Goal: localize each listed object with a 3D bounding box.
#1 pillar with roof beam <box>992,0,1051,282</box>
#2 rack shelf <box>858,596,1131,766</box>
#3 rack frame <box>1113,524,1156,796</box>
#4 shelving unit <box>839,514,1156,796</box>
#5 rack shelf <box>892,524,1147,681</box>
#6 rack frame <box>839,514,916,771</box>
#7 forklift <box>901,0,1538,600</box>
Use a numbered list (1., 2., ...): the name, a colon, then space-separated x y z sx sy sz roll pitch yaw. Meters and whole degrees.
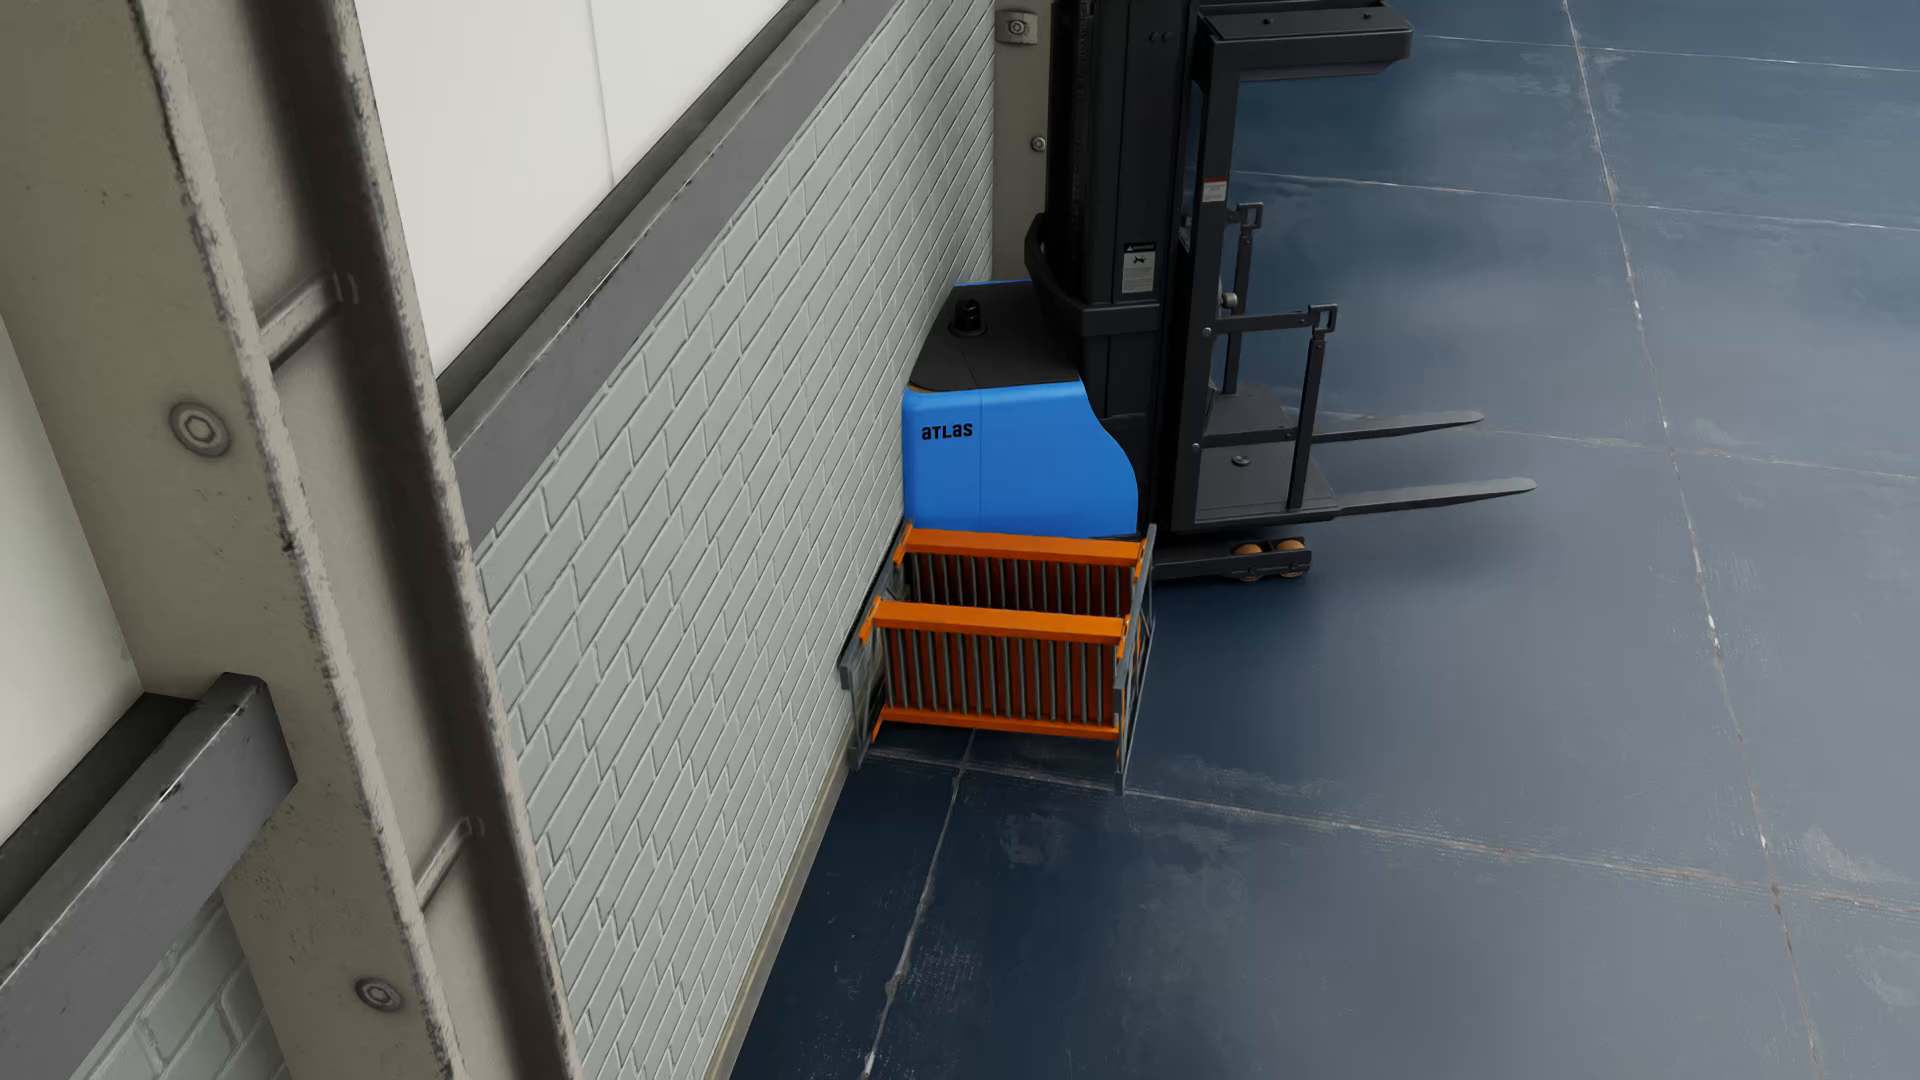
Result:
1. pillar with roof beam: 4.551 -3.972 5.562 9.100 9.000 0.400 7 37 10
2. rack shelf: 0.144 0.540 6.423 1.000 0.538 0.278 4 33 12
3. rack frame: 0.691 0.443 6.520 0.032 0.500 1.125 4 33 12
4. shelving unit: 0.195 0.410 6.624 1.048 0.538 1.125 4 33 12
5. rack shelf: 0.255 0.255 6.864 1.000 0.538 0.278 4 33 12
6. rack frame: -0.302 0.378 6.727 0.032 0.500 1.125 4 33 12
7. forklift: 1.134 -1.302 7.049 3.031 2.935 1.130 -5 36 -7
